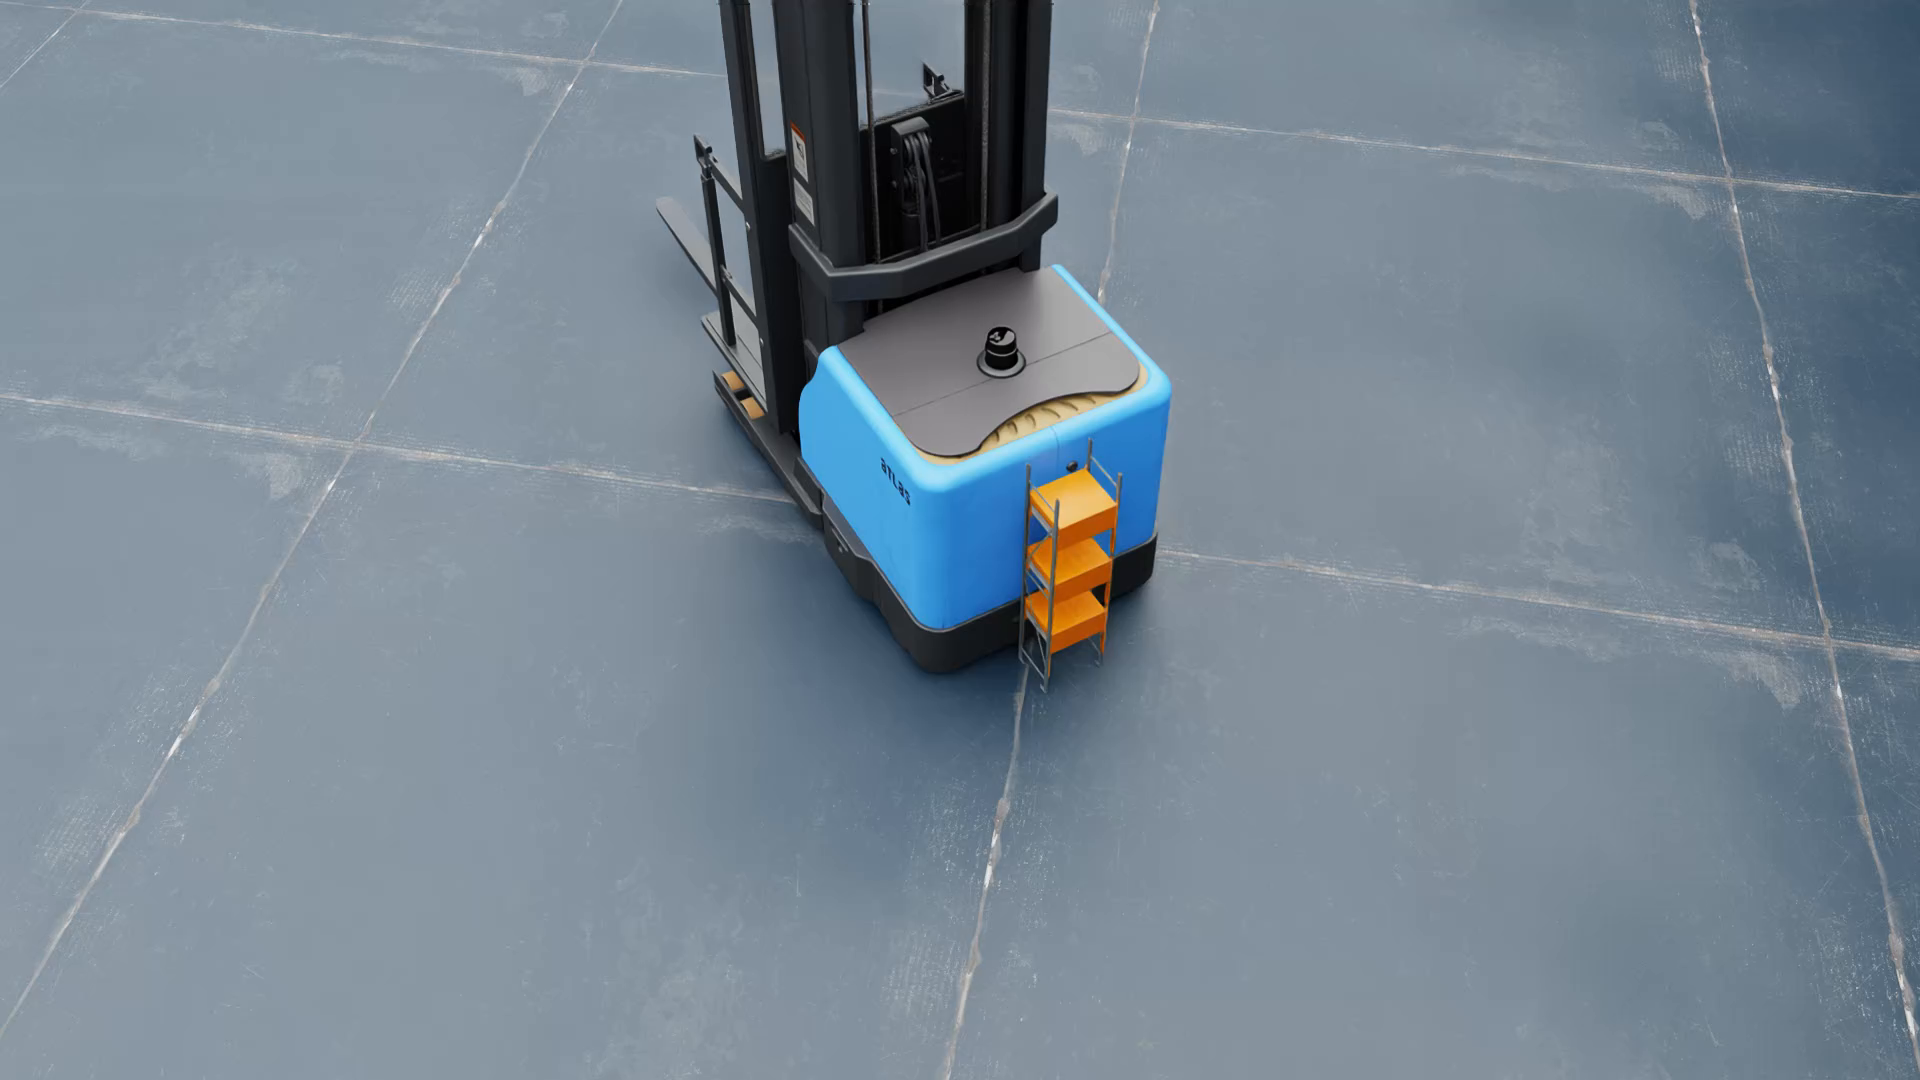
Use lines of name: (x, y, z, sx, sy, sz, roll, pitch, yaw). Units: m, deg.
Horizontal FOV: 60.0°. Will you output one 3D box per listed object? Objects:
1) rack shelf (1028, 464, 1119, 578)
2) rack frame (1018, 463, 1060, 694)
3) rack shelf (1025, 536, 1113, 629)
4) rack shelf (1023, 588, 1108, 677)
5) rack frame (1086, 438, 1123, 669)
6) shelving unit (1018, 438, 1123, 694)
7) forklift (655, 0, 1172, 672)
rack shelf: (0.380, -0.067, 5.709, 0.240, 0.259, 0.215, -23, 52, -19)
rack frame: (0.274, 0.160, 5.872, 0.008, 1.050, 0.200, -23, 52, -19)
rack shelf: (0.380, 0.123, 5.920, 0.240, 0.259, 0.215, -23, 52, -19)
rack shelf: (0.380, 0.308, 6.127, 0.240, 0.259, 0.215, -23, 52, -19)
rack frame: (0.486, 0.071, 5.952, 0.008, 1.050, 0.200, -23, 52, -19)
shelving unit: (0.380, 0.116, 5.912, 0.252, 1.050, 0.215, -23, 52, -19)
forklift: (-0.406, -1.582, 6.173, 1.130, 2.935, 3.031, -23, 52, -19)
